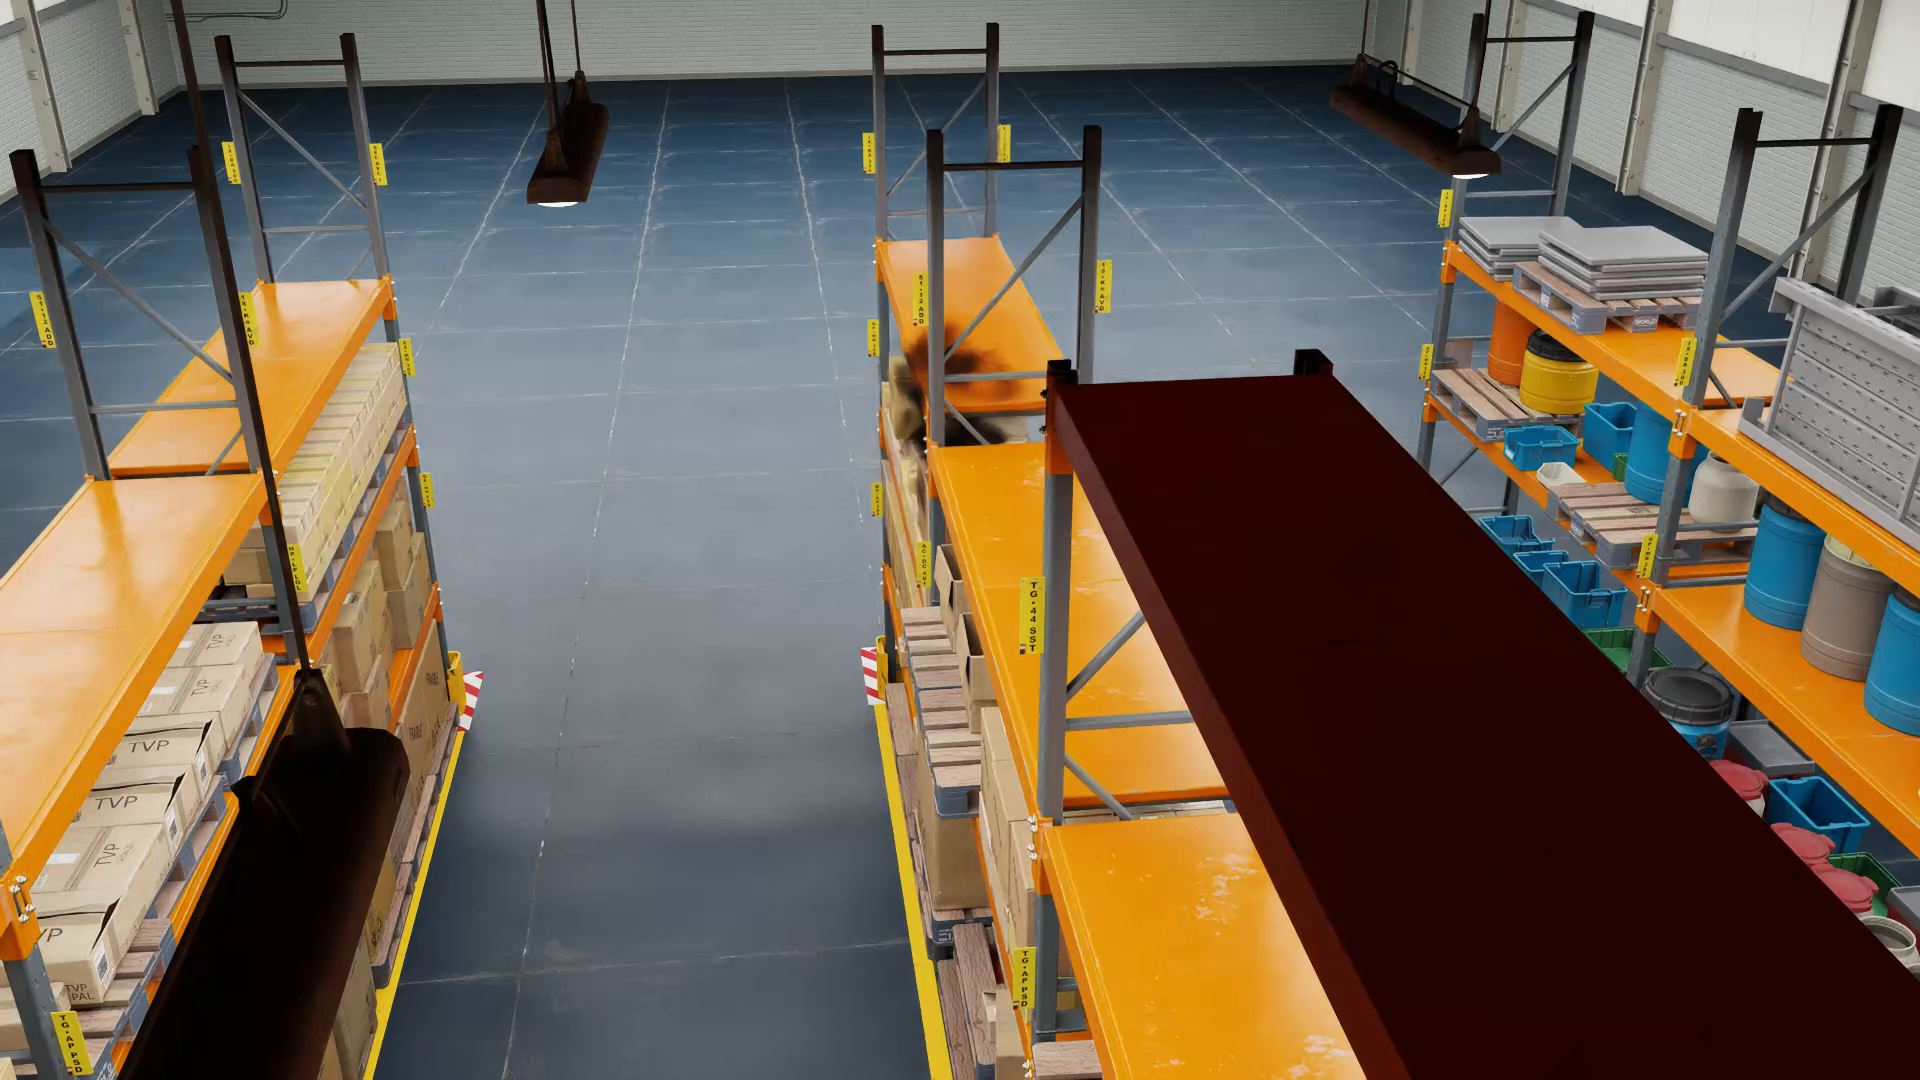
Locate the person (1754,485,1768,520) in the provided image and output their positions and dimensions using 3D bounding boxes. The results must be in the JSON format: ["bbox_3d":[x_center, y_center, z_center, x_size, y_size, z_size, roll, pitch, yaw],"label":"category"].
[{"bbox_3d":[8.994,-0.691,17.967,0.723,1.730,0.743,5,26,11],"label":"person"}]
